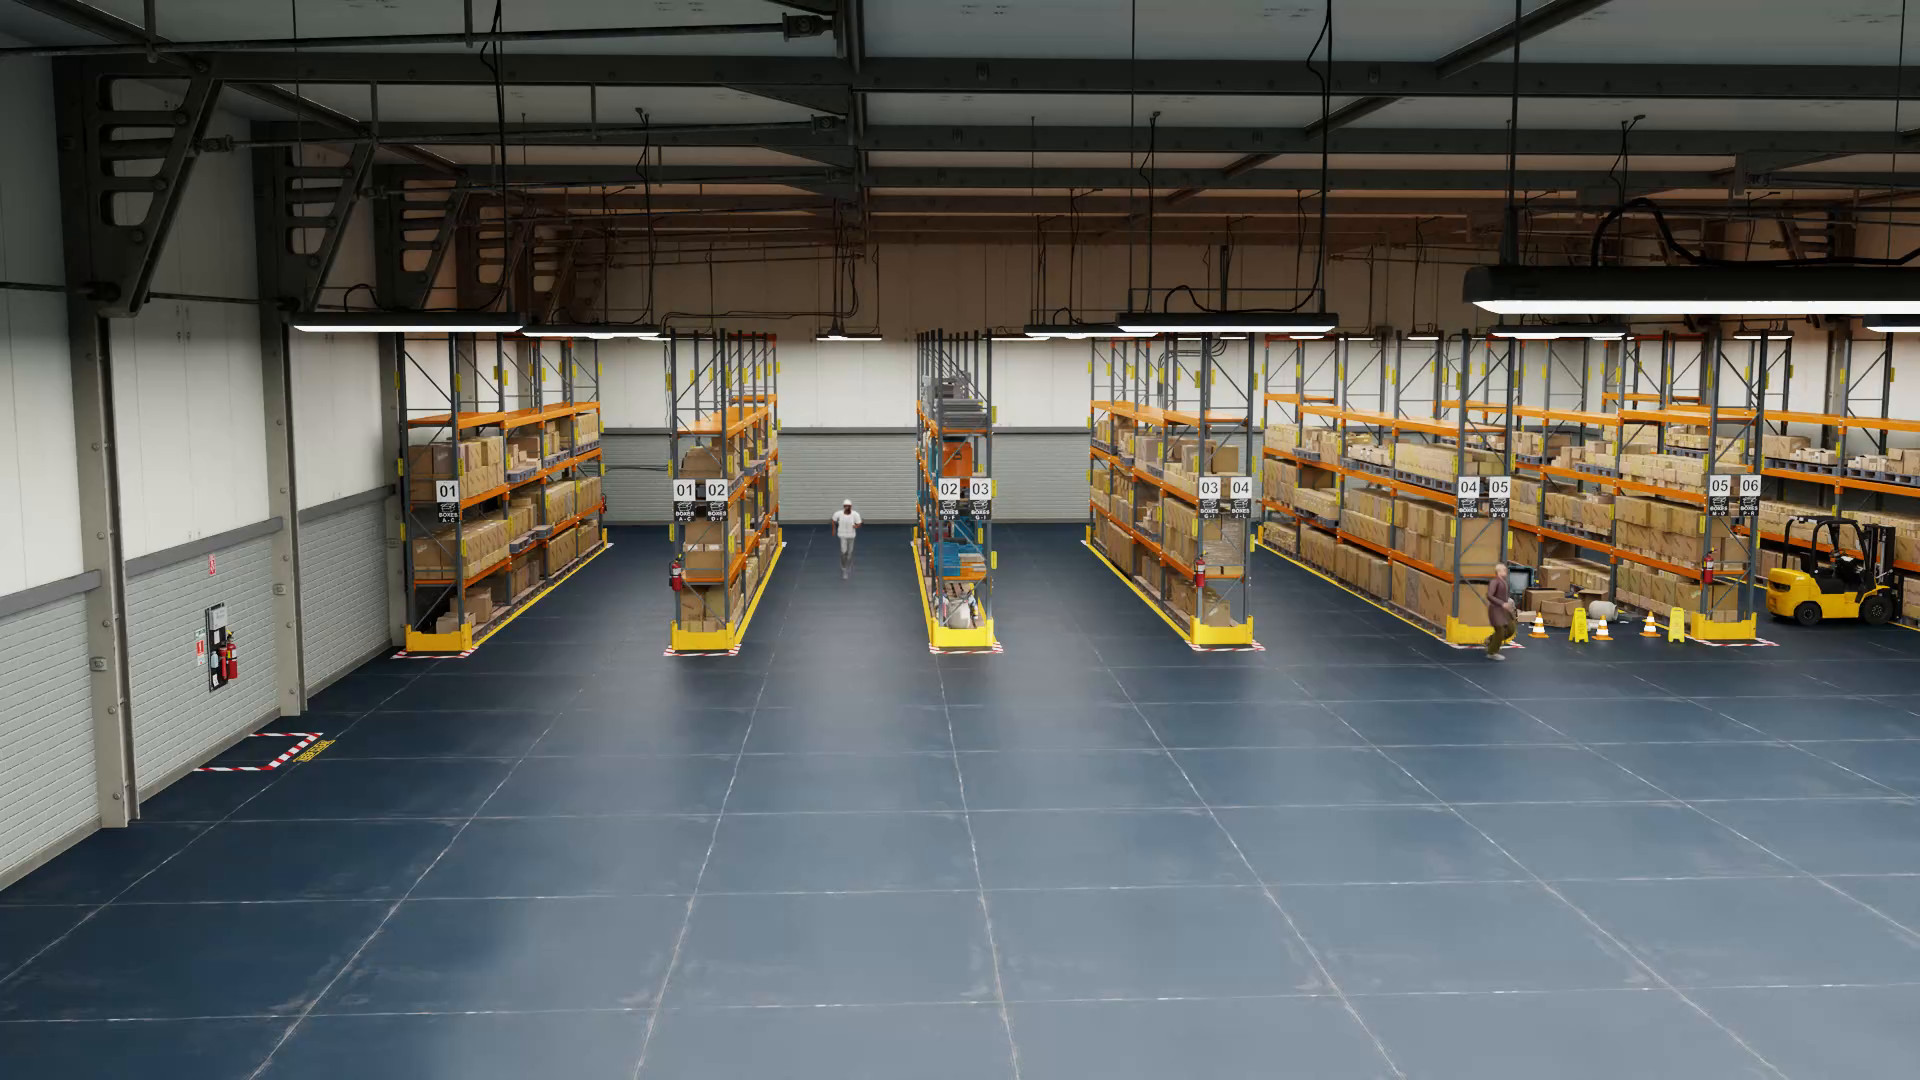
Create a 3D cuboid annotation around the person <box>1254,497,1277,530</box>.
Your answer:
[{"bbox_3d":[9.041,-0.901,48.856,0.729,1.709,0.716,-1,7,-8],"label":"person"}]

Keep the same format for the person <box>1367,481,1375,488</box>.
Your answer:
[{"bbox_3d":[12.187,-0.978,49.410,0.643,1.768,0.672,0,7,-3],"label":"person"}]

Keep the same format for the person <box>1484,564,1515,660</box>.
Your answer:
[{"bbox_3d":[9.787,1.309,30.174,0.631,1.742,0.710,6,9,43],"label":"person"}]

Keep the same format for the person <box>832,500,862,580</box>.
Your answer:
[{"bbox_3d":[-2.653,-0.019,39.121,0.670,1.875,0.809,-1,7,-12],"label":"person"}]
